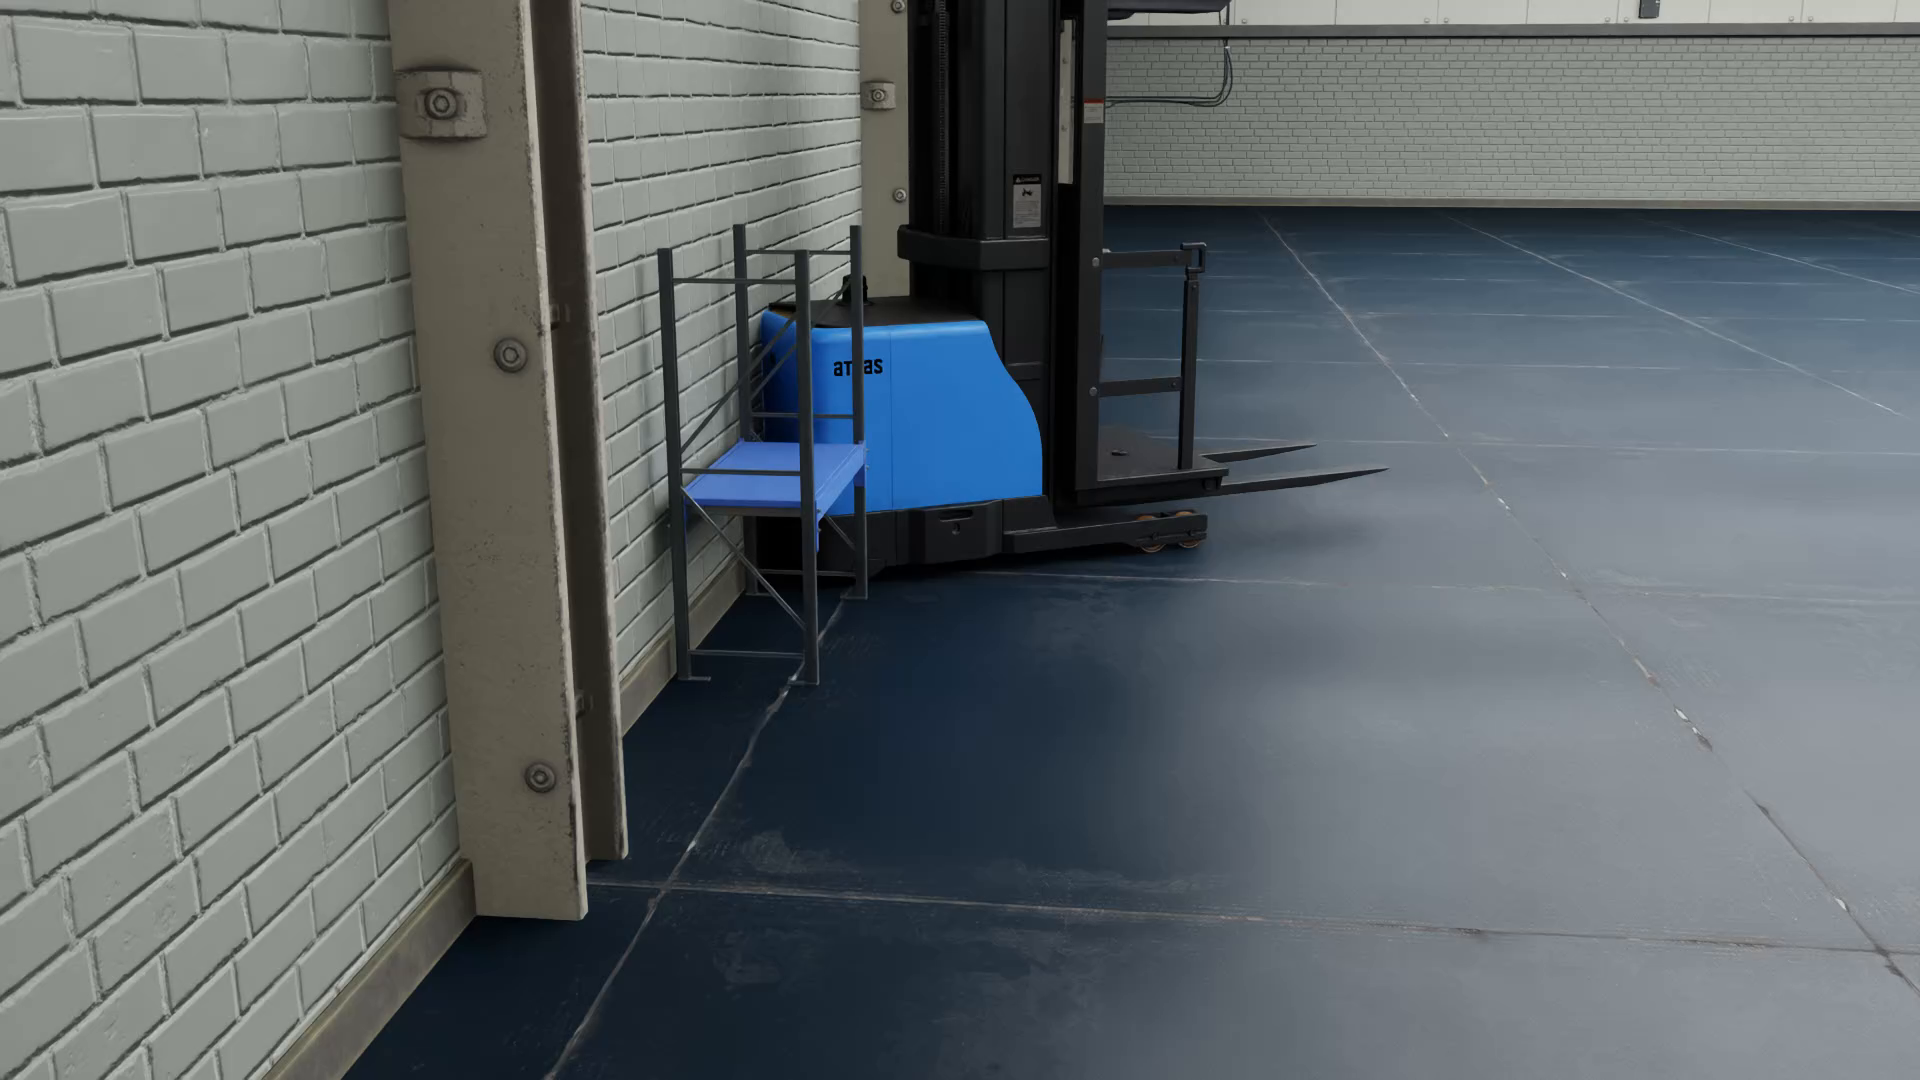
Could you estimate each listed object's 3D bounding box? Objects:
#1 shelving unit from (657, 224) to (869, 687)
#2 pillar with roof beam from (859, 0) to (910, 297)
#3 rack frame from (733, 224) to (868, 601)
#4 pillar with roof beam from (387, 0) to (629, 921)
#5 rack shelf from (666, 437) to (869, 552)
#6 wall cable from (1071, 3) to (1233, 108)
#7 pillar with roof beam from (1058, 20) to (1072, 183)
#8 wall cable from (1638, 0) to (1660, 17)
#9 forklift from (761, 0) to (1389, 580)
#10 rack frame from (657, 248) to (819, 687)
[{"bbox_3d":[-0.684,-0.358,6.112,0.538,1.500,1.048,2,15,6],"label":"shelving unit"},{"bbox_3d":[3.878,-4.880,8.468,9.100,9.000,0.400,2,15,6],"label":"pillar with roof beam"},{"bbox_3d":[-0.627,-0.490,6.600,0.500,1.500,0.032,2,15,6],"label":"rack frame"},{"bbox_3d":[3.201,-3.323,2.713,9.100,9.000,0.400,2,15,6],"label":"pillar with roof beam"},{"bbox_3d":[-0.684,-0.184,6.159,0.538,0.185,1.000,2,15,6],"label":"rack shelf"},{"bbox_3d":[3.278,-8.901,29.289,3.097,2.526,0.112,2,15,6],"label":"wall cable"},{"bbox_3d":[5.909,-9.548,25.733,9.100,9.000,0.400,2,15,6],"label":"pillar with roof beam"},{"bbox_3d":[12.709,-11.758,27.391,2.305,6.003,0.169,2,15,6],"label":"wall cable"},{"bbox_3d":[0.573,-1.478,7.514,3.031,2.935,1.130,-6,16,-22],"label":"forklift"},{"bbox_3d":[-0.741,-0.226,5.624,0.500,1.500,0.032,2,15,6],"label":"rack frame"}]
